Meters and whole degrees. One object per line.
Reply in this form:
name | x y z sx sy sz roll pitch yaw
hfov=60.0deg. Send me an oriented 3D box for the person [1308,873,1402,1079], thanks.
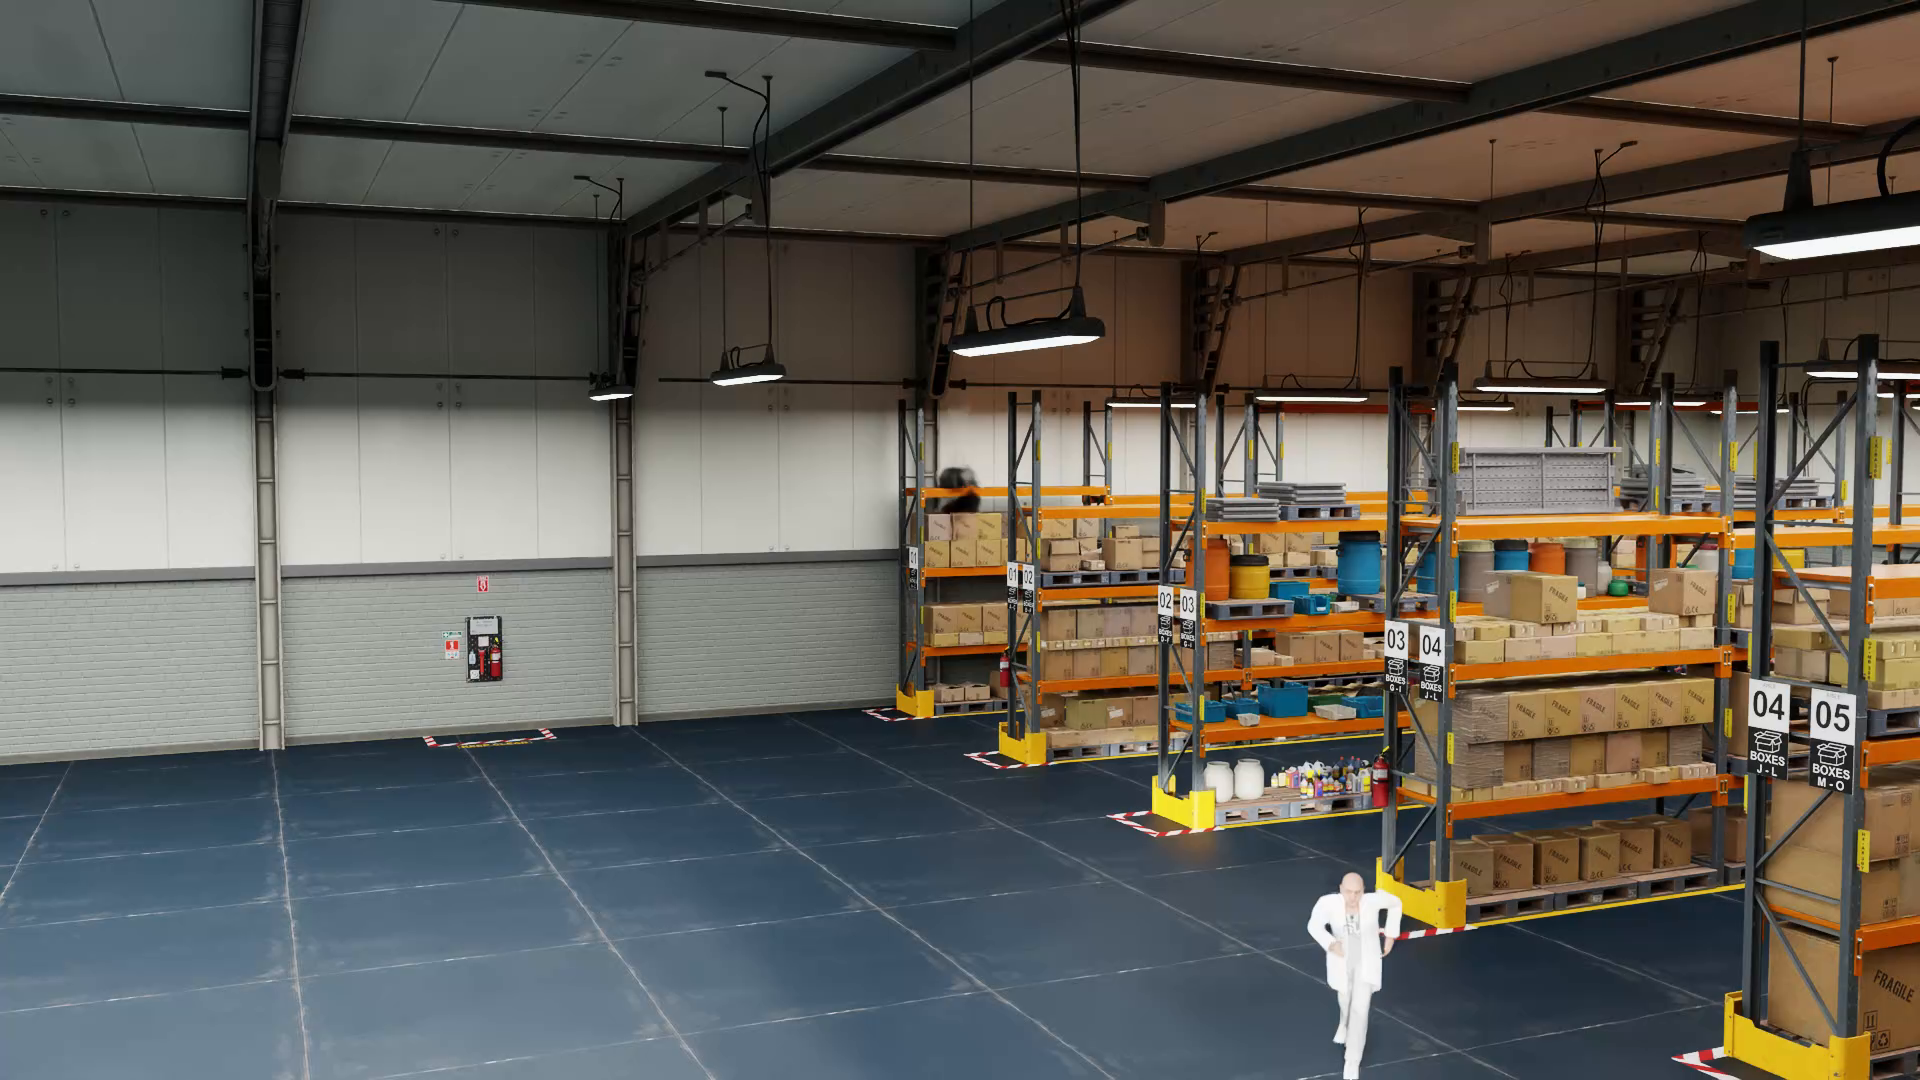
person | 3.276 3.537 13.822 0.755 1.744 1.060 1 3 13
